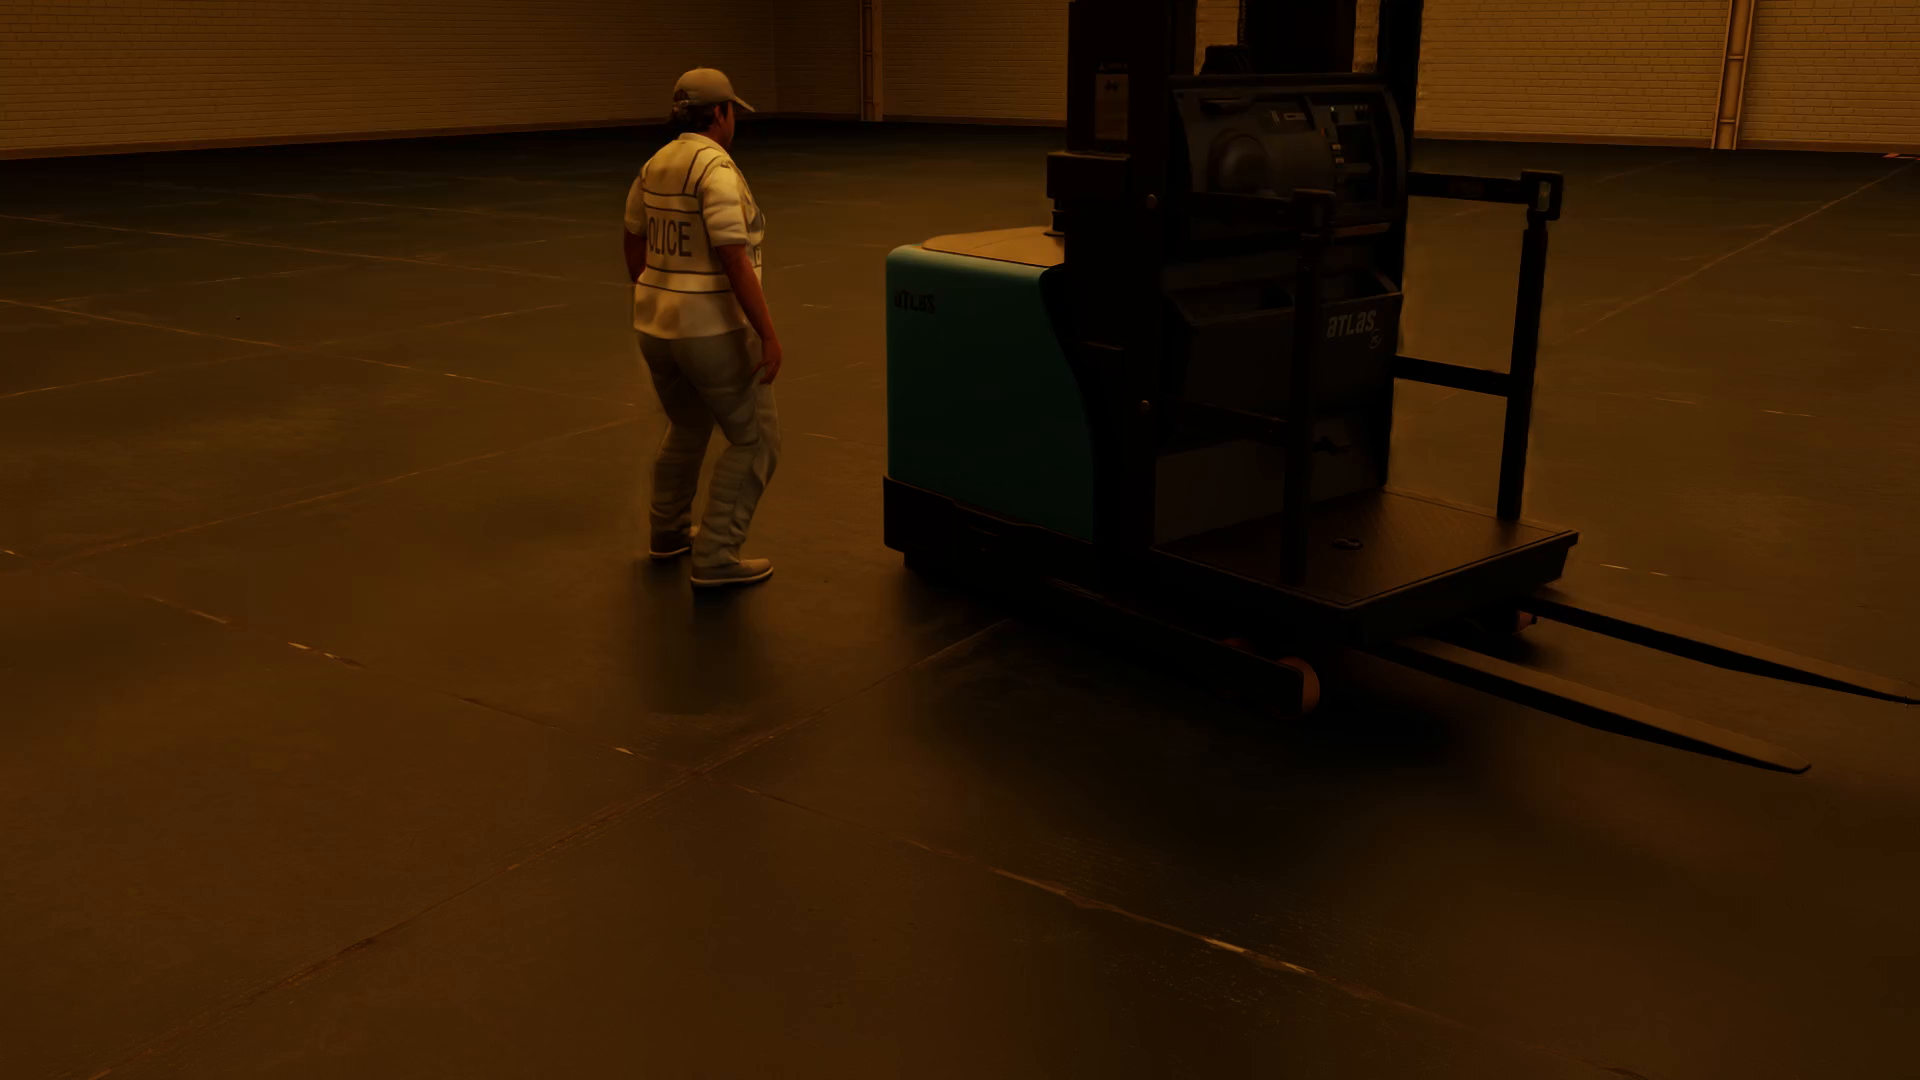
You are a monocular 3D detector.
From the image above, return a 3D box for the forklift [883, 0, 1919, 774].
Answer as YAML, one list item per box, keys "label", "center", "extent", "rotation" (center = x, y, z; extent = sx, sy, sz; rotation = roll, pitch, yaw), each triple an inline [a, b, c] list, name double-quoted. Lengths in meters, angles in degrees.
- label: "forklift"
  center: [1.069, -1.093, 4.488]
  extent: [1.130, 2.935, 3.031]
  rotation: [-13, 21, -38]

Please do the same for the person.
- label: "person"
  center: [-0.818, -0.679, 5.377]
  extent: [0.427, 1.635, 0.721]
  rotation: [-15, 22, -41]
